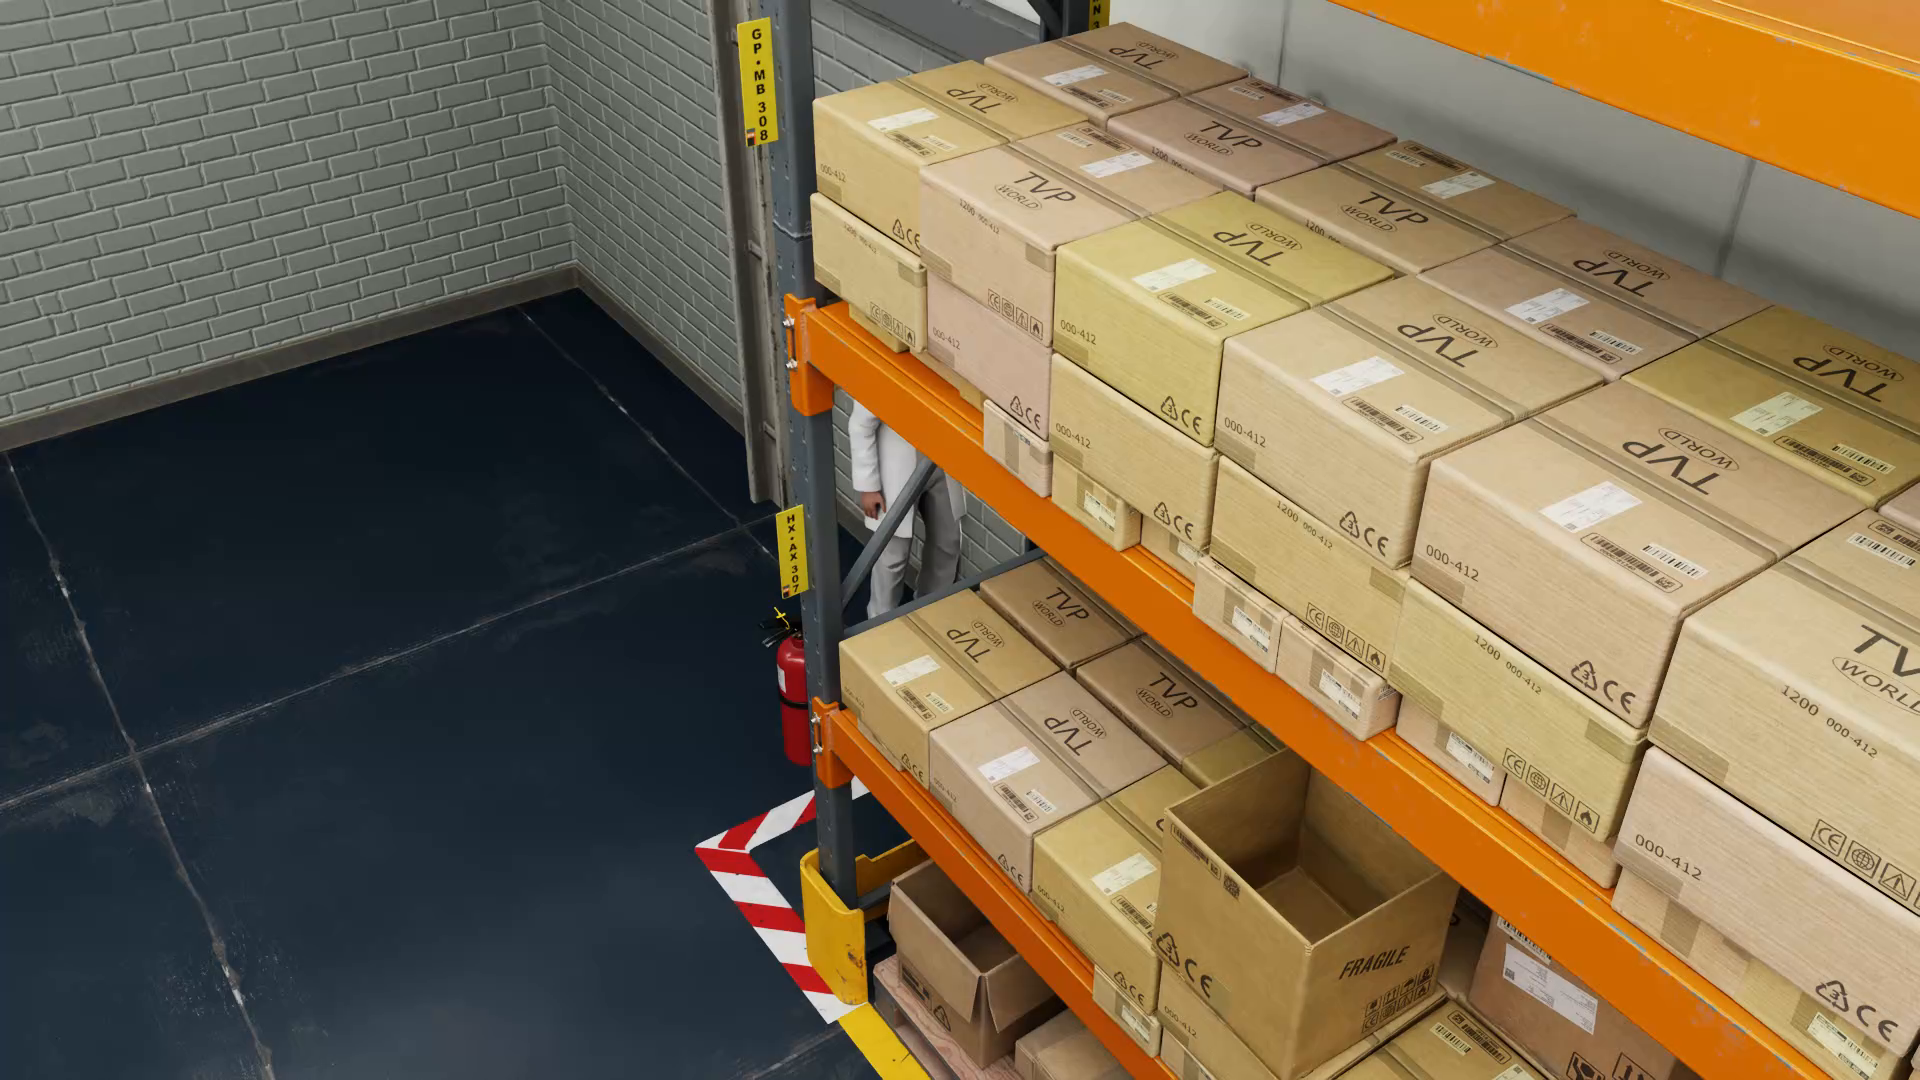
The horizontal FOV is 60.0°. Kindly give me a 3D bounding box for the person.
[{"bbox_3d":[-0.186,-0.299,7.431,0.644,1.772,0.428,-20,40,-25],"label":"person"}]
